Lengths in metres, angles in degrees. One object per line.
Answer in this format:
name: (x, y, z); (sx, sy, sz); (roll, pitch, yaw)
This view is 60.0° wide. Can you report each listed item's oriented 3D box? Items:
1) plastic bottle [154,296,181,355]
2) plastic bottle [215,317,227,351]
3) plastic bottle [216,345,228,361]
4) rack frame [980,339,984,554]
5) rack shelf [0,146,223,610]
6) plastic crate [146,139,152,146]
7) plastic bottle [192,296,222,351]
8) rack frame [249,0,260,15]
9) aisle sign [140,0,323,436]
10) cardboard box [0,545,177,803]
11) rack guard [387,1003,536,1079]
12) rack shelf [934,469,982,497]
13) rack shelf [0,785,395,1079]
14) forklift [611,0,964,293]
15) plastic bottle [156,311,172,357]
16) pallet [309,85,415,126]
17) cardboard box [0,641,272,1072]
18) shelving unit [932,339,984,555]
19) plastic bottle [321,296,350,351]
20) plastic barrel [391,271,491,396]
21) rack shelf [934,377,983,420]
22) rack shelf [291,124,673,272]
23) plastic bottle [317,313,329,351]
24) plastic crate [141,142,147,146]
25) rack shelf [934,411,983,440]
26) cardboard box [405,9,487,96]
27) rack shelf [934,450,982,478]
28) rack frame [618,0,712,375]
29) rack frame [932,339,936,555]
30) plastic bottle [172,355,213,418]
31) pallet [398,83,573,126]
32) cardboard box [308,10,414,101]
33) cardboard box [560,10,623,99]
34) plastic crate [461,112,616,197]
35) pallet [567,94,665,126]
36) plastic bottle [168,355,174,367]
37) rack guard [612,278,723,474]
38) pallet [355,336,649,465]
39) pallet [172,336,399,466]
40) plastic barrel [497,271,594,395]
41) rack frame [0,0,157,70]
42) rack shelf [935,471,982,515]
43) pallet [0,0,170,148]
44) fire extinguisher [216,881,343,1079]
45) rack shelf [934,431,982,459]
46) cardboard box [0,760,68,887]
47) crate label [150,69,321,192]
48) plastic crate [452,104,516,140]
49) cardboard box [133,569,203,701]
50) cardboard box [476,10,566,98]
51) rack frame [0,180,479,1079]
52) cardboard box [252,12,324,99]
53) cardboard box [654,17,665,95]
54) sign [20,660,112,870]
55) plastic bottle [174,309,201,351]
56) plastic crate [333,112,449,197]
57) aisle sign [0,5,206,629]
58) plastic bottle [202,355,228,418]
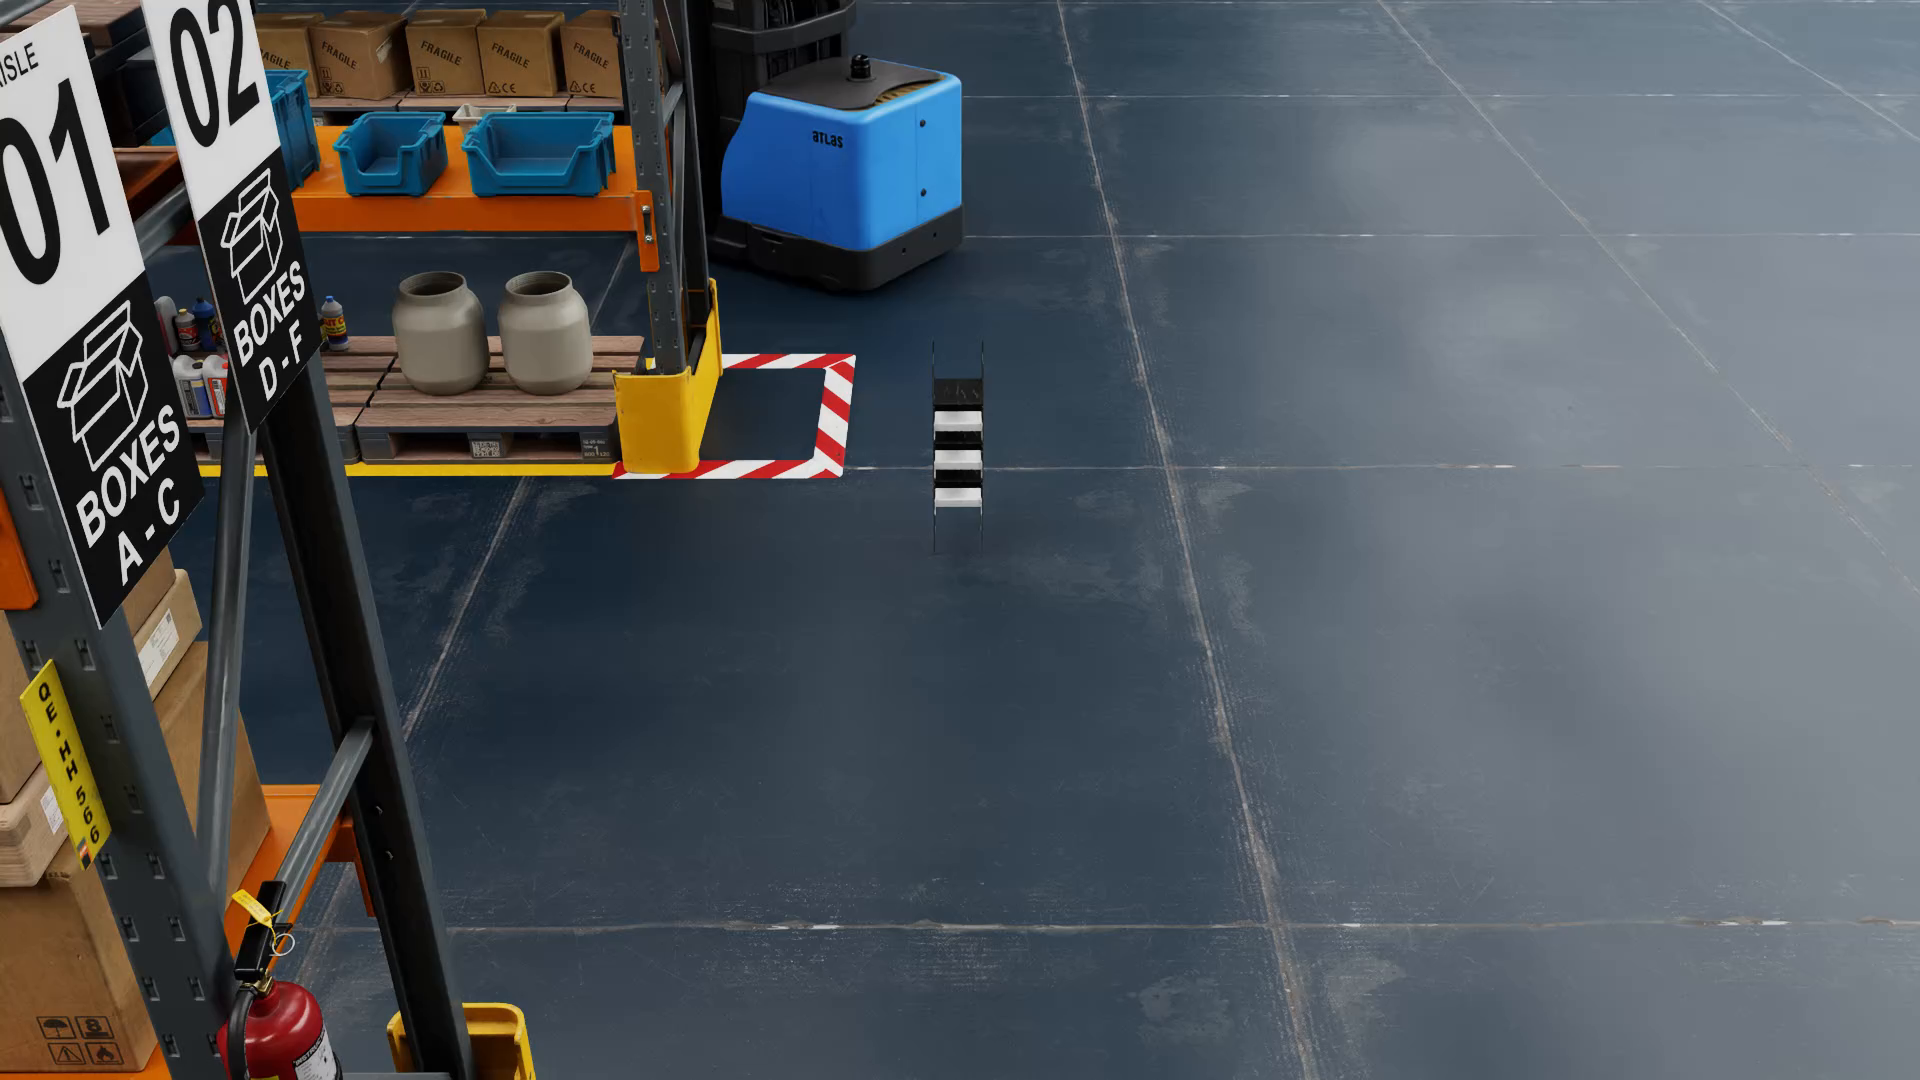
plastic bottle: (-4.015, -1.082, 8.344); (0.135, 0.276, 0.152); (0, 31, 1)
plastic bottle: (-3.692, -1.066, 8.388); (0.097, 0.201, 0.097); (0, 31, 0)
plastic bottle: (-3.422, -0.782, 7.842); (0.133, 0.283, 0.061); (0, 31, 0)
rack frame: (0.094, -0.385, 7.017); (0.006, 0.900, 0.240); (0, 31, 0)
rack shelf: (-3.309, -0.319, 2.686); (4.000, 0.370, 1.077); (0, 31, 0)
plastic crate: (-3.712, -1.931, 7.795); (0.437, 0.136, 0.530); (0, 31, 0)
plastic bottle: (-3.795, -1.095, 8.370); (0.097, 0.271, 0.097); (0, 31, 0)
rack frame: (-5.365, -4.476, 11.736); (0.127, 3.000, 1.000); (0, 31, 0)
aisle sign: (-1.245, -0.621, 2.876); (0.004, 0.787, 0.394); (0, 31, 0)
cardboard box: (-1.828, 0.047, 2.933); (0.500, 0.500, 0.700); (0, 31, 0)
rack guard: (-1.285, 1.718, 3.936); (0.348, 0.500, 1.175); (0, 31, 0)
rack shelf: (-0.008, -0.279, 7.081); (0.200, 0.077, 0.258); (0, 31, 0)
rack shelf: (-3.309, 0.963, 3.464); (4.000, 0.370, 1.077); (0, 31, 0)
forklift: (-1.471, -3.259, 9.795); (3.031, 2.935, 1.130); (20, 37, 30)
plastic bottle: (-4.014, -1.030, 8.251); (0.133, 0.283, 0.061); (0, 31, 0)
pallet: (-4.693, -3.305, 12.493); (1.213, 0.211, 1.003); (0, 31, 0)
cardboard box: (-1.776, 0.602, 3.270); (0.500, 0.500, 0.700); (0, 31, 0)
shelving unit: (-0.008, -0.385, 7.017); (0.210, 0.900, 0.258); (0, 31, 0)
plastic bottle: (-3.150, -1.097, 8.373); (0.097, 0.271, 0.097); (0, 31, 0)
plastic barrel: (-2.494, -0.992, 7.988); (0.421, 0.512, 0.421); (0, 31, 0)
rack shelf: (-0.008, -0.587, 6.894); (0.200, 0.077, 0.258); (0, 31, 0)
rack shelf: (-3.335, -1.606, 7.699); (4.000, 0.370, 1.077); (0, 31, 0)
plastic bottle: (-3.253, -1.067, 8.391); (0.097, 0.201, 0.097); (0, 31, 0)
plastic crate: (-3.976, -1.675, 7.322); (0.662, 0.188, 0.450); (0, 31, 0)
rack shelf: (-0.008, -0.510, 6.940); (0.200, 0.077, 0.258); (0, 31, 0)
cardboard box: (-3.771, -3.616, 12.323); (0.500, 0.500, 0.500); (-3, 31, -5)
rack shelf: (-0.008, -0.356, 7.034); (0.200, 0.077, 0.258); (0, 31, 0)
rack frame: (-1.335, -1.920, 7.522); (0.127, 3.000, 1.000); (0, 31, 0)
rack frame: (-0.110, -0.384, 7.016); (0.006, 0.900, 0.240); (0, 31, 0)
plastic bottle: (-3.560, -0.723, 7.752); (0.135, 0.276, 0.152); (-1, 31, -2)
pallet: (-3.470, -3.310, 12.502); (1.213, 0.211, 1.003); (0, 31, 0)
cardboard box: (-4.392, -3.574, 12.253); (0.500, 0.500, 0.500); (10, 33, 15)
cardboard box: (-2.587, -3.587, 12.275); (0.500, 0.500, 0.500); (8, 32, 13)
plastic crate: (-1.833, -1.699, 7.303); (0.616, 0.251, 0.499); (0, 31, 0)
pallet: (-2.253, -3.312, 12.506); (1.213, 0.211, 1.003); (0, 31, 0)
plastic bottle: (-3.725, -0.753, 7.728); (0.185, 0.351, 0.144); (1, 31, 2)
rack guard: (-1.410, -0.826, 8.130); (0.348, 0.500, 1.175); (0, 31, 0)
pallet: (-2.223, -0.703, 8.206); (1.213, 0.211, 1.003); (0, 31, 0)
pallet: (-3.440, -0.701, 8.202); (1.213, 0.211, 1.003); (0, 31, 0)
plastic barrel: (-1.992, -0.994, 7.990); (0.421, 0.512, 0.421); (0, 31, 0)
rack frame: (-1.309, -1.915, 1.731); (0.127, 3.000, 1.000); (0, 31, 0)
rack shelf: (-0.008, -0.202, 7.127); (0.200, 0.077, 0.258); (0, 31, 0)
pallet: (-2.016, -0.606, 2.551); (1.213, 0.211, 1.003); (0, 31, 0)
fire extinguisher: (-1.188, 0.923, 2.911); (0.183, 0.674, 0.296); (0, 31, 0)
rack shelf: (-0.008, -0.433, 6.987); (0.200, 0.077, 0.258); (0, 31, 0)
cardboard box: (-1.690, 0.430, 2.929); (0.250, 0.149, 0.380); (-1, 31, -1)
crate label: (-3.174, -1.789, 7.273); (0.616, 0.435, 0.502); (0, 31, 0)
plastic crate: (-2.232, -1.971, 7.861); (0.250, 0.136, 0.298); (0, 31, 0)
cardboard box: (-1.702, 0.219, 3.276); (0.250, 0.149, 0.380); (0, 31, -1)
cardboard box: (-3.213, -3.595, 12.288); (0.500, 0.500, 0.500); (3, 31, 4)
rack frame: (-1.309, 0.650, 3.288); (0.127, 3.000, 1.000); (0, 31, 0)
cardboard box: (-4.964, -3.568, 12.244); (0.500, 0.500, 0.500); (-1, 31, -2)
cardboard box: (-1.989, -3.607, 12.307); (0.500, 0.500, 0.500); (5, 32, 9)
sign: (-1.319, 0.335, 2.462); (0.005, 0.325, 0.100); (0, 31, 0)
plastic bottle: (-3.897, -1.065, 8.387); (0.097, 0.201, 0.097); (0, 31, 0)
plastic crate: (-2.483, -1.700, 7.304); (0.408, 0.251, 0.499); (0, 31, 0)
aisle sign: (-1.241, -0.310, 2.363); (0.004, 0.787, 0.394); (0, 31, 0)
plastic bottle: (-3.421, -0.724, 7.753); (0.135, 0.276, 0.152); (0, 31, 0)
